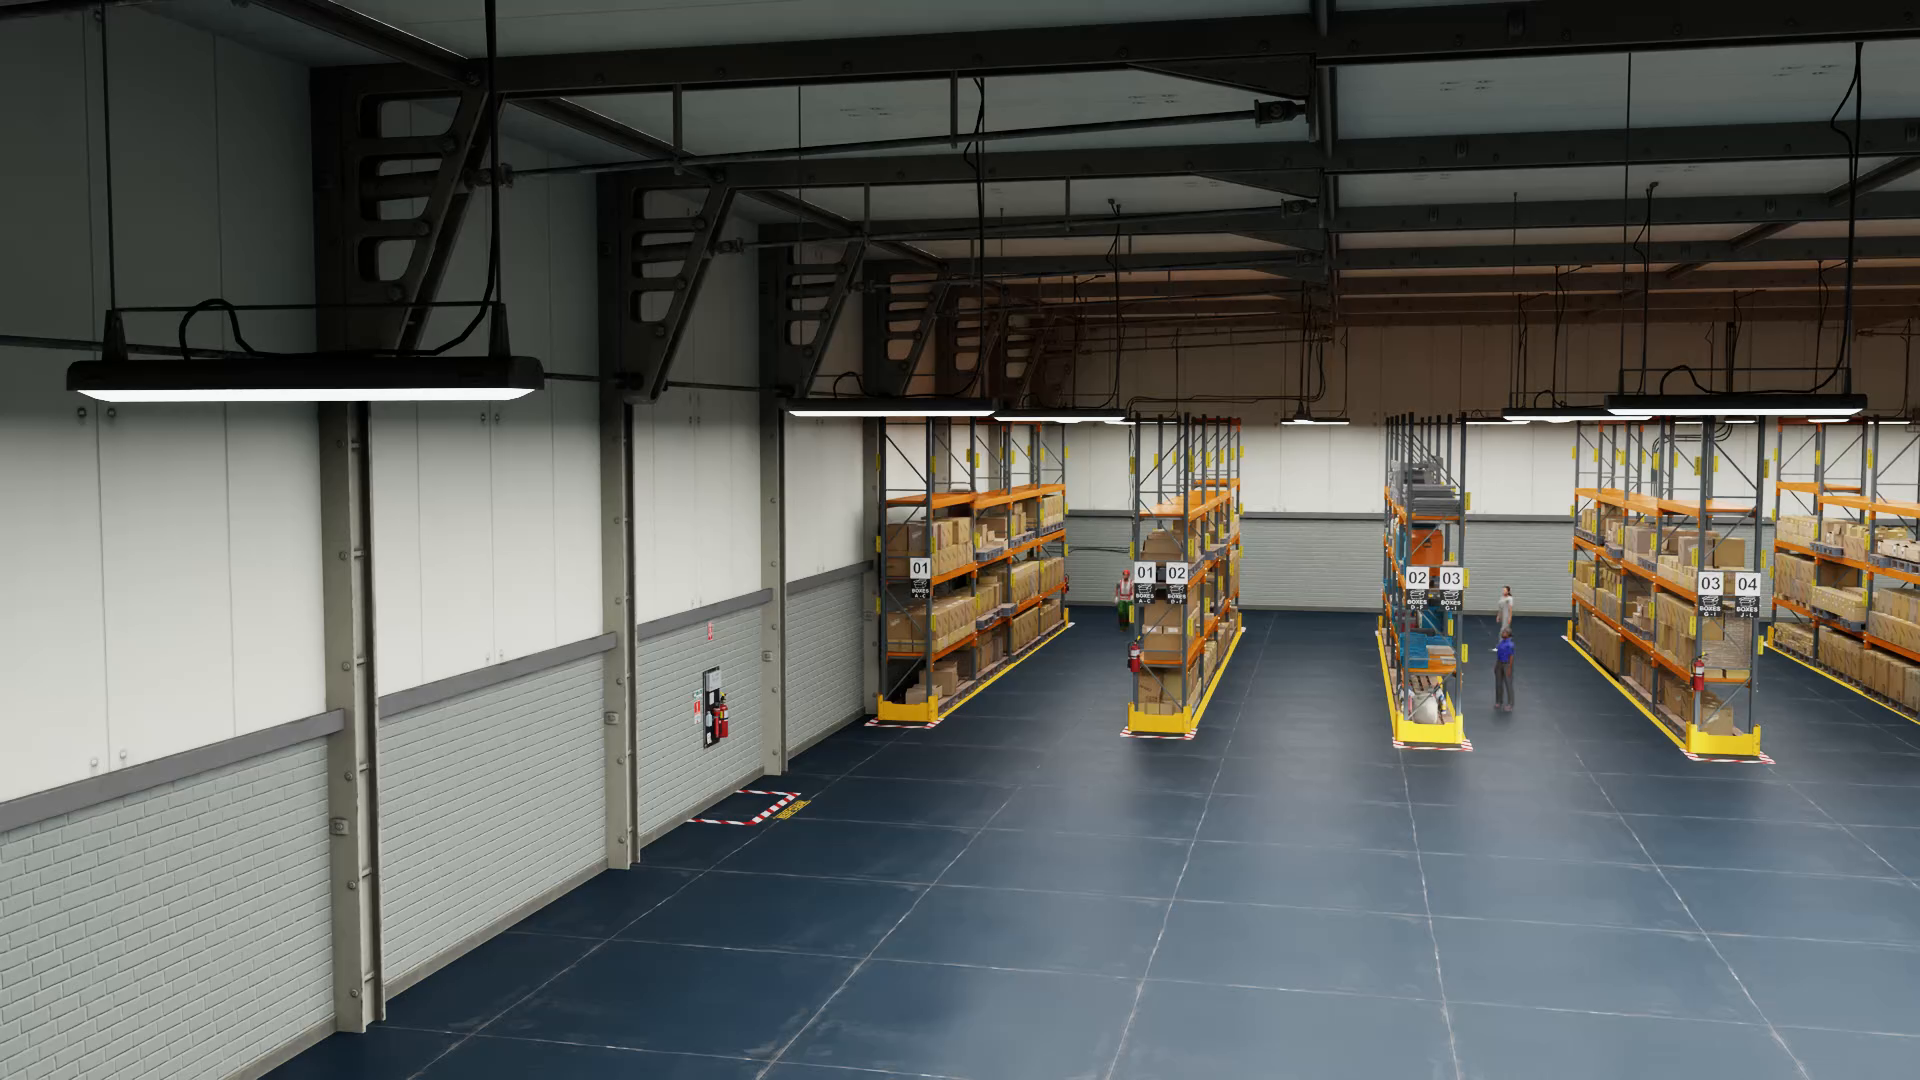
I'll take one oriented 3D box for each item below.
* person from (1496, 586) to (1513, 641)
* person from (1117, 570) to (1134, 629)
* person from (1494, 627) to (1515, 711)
[{"bbox_3d":[13.954,1.974,42.601,0.349,1.605,0.489,0,4,-2],"label":"person"},{"bbox_3d":[4.671,1.658,46.648,0.587,1.667,0.776,1,4,12],"label":"person"},{"bbox_3d":[11.056,2.709,33.771,0.336,1.457,0.478,-2,4,-30],"label":"person"}]
